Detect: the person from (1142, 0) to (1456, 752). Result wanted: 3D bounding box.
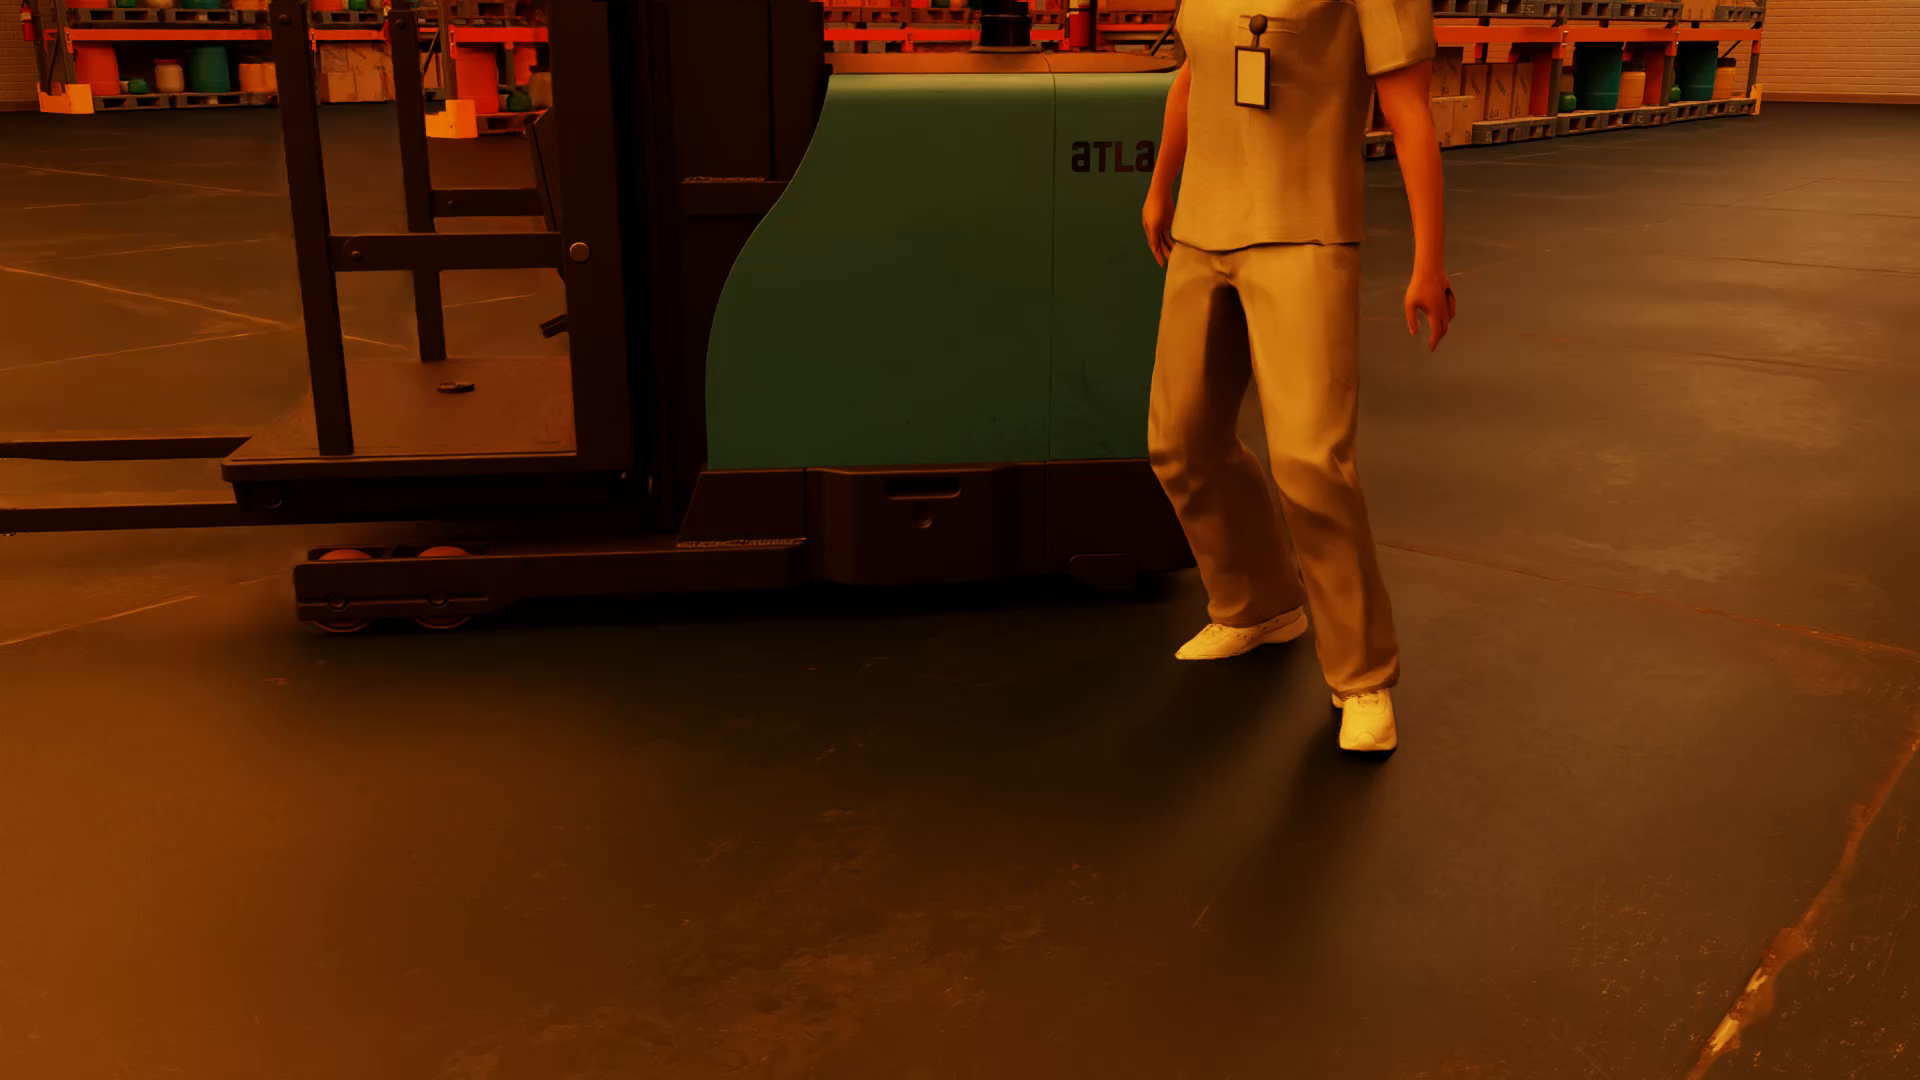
[{"bbox_3d":[0.570,-0.501,2.880,0.442,1.648,0.780,-11,20,-33],"label":"person"}]

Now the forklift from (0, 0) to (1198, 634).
[{"bbox_3d":[-1.011,-1.377,3.433,3.031,2.935,1.130,-2,17,-6],"label":"forklift"}]
